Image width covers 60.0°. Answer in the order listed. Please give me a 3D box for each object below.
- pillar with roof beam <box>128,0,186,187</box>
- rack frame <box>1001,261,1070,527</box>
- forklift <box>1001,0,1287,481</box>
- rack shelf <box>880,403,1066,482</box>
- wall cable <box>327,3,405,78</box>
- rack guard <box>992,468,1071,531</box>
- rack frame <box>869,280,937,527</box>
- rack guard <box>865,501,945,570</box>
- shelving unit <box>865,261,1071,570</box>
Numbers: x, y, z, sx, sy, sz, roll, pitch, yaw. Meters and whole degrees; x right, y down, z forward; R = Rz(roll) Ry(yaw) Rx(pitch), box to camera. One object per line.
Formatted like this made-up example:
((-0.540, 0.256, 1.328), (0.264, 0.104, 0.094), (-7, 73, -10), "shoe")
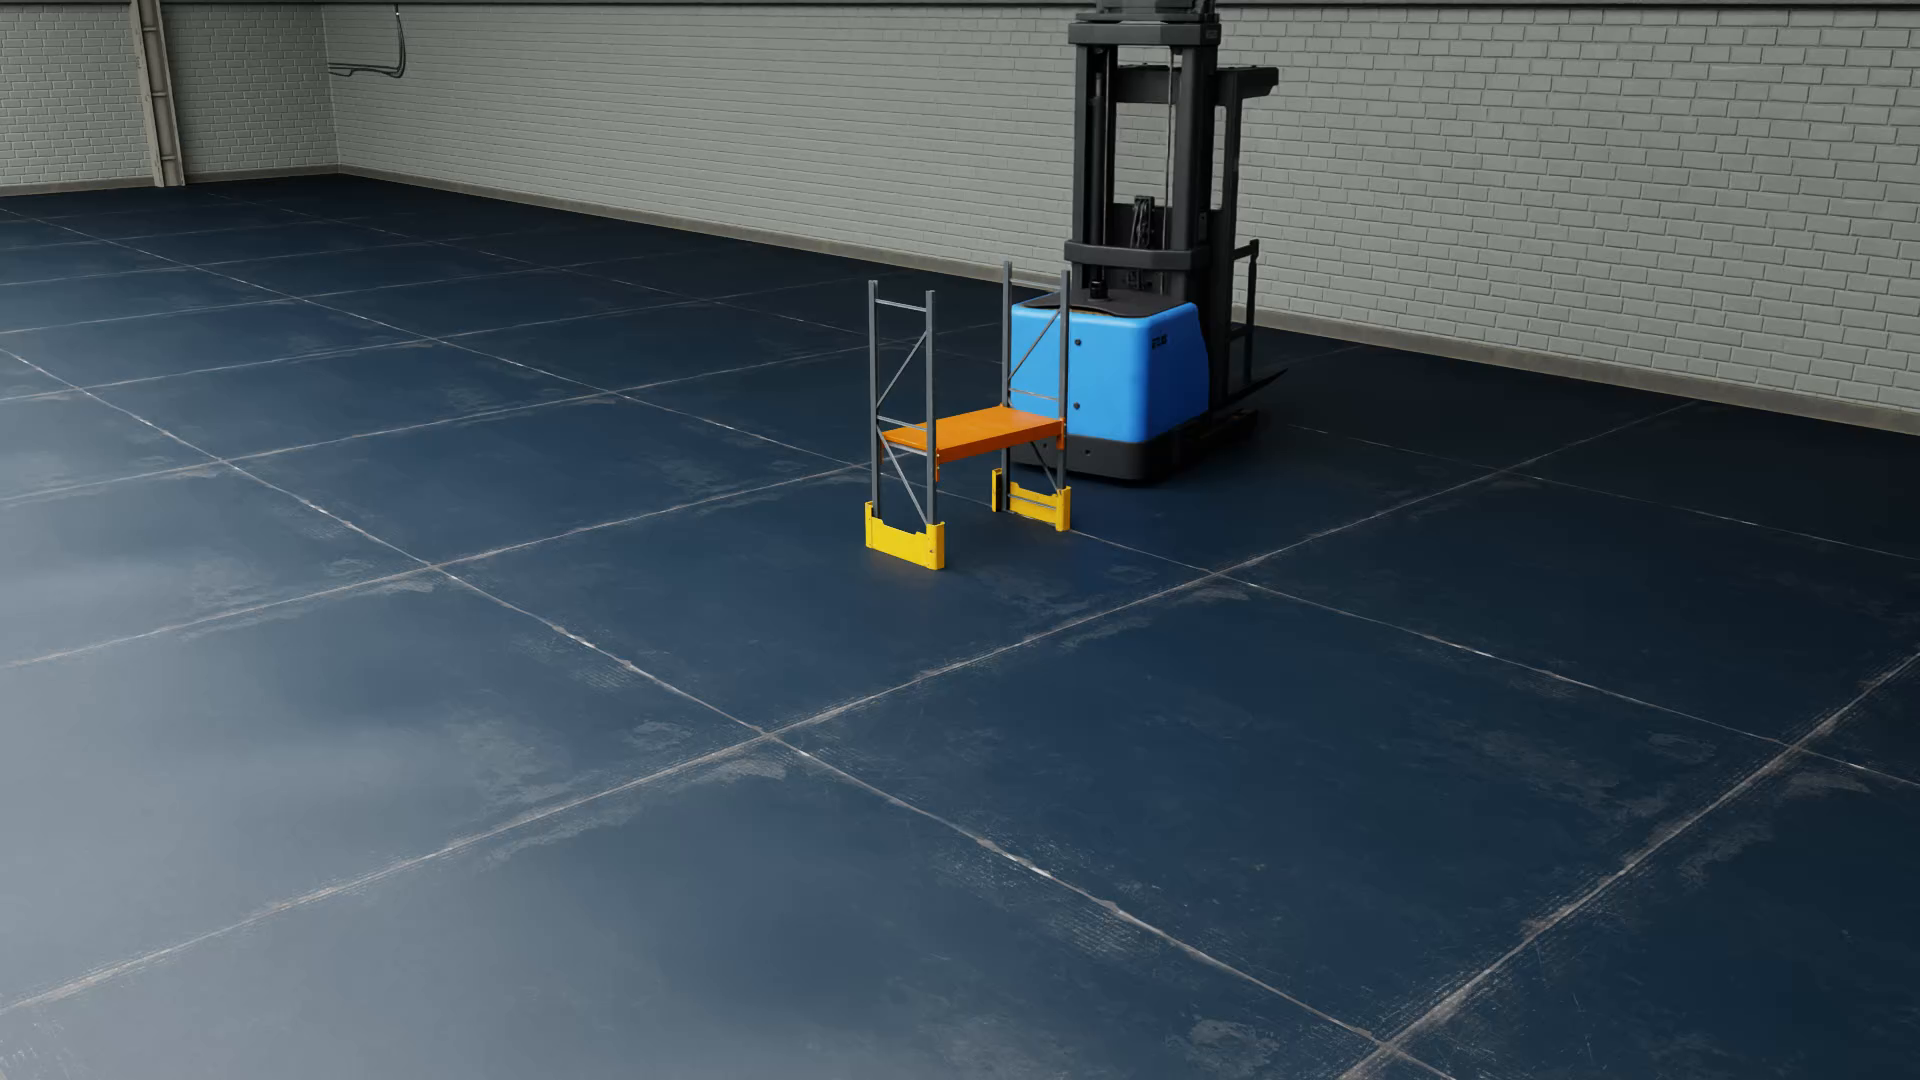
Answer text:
((-10.198, -9.220, 23.331), (0.400, 9.000, 9.100), (-16, 24, -41), "pillar with roof beam")
((0.431, -0.839, 9.641), (0.032, 1.500, 0.500), (-16, 24, -41), "rack frame")
((1.465, -2.171, 11.429), (1.130, 2.935, 3.031), (11, 21, 30), "forklift")
((0.062, -0.560, 9.365), (1.000, 0.185, 0.538), (-16, 24, -41), "rack shelf")
((-10.106, -9.036, 27.797), (0.112, 2.526, 3.097), (-16, 24, -41), "wall cable")
((0.417, -0.241, 9.821), (0.087, 0.250, 0.587), (-16, 24, -41), "rack guard")
((-0.307, -0.624, 8.977), (0.032, 1.500, 0.500), (-16, 24, -41), "rack frame")
((-0.306, -0.030, 9.171), (0.087, 0.250, 0.587), (-16, 24, -41), "rack guard")
((0.055, -0.730, 9.303), (1.083, 1.500, 0.587), (-16, 24, -41), "shelving unit")
